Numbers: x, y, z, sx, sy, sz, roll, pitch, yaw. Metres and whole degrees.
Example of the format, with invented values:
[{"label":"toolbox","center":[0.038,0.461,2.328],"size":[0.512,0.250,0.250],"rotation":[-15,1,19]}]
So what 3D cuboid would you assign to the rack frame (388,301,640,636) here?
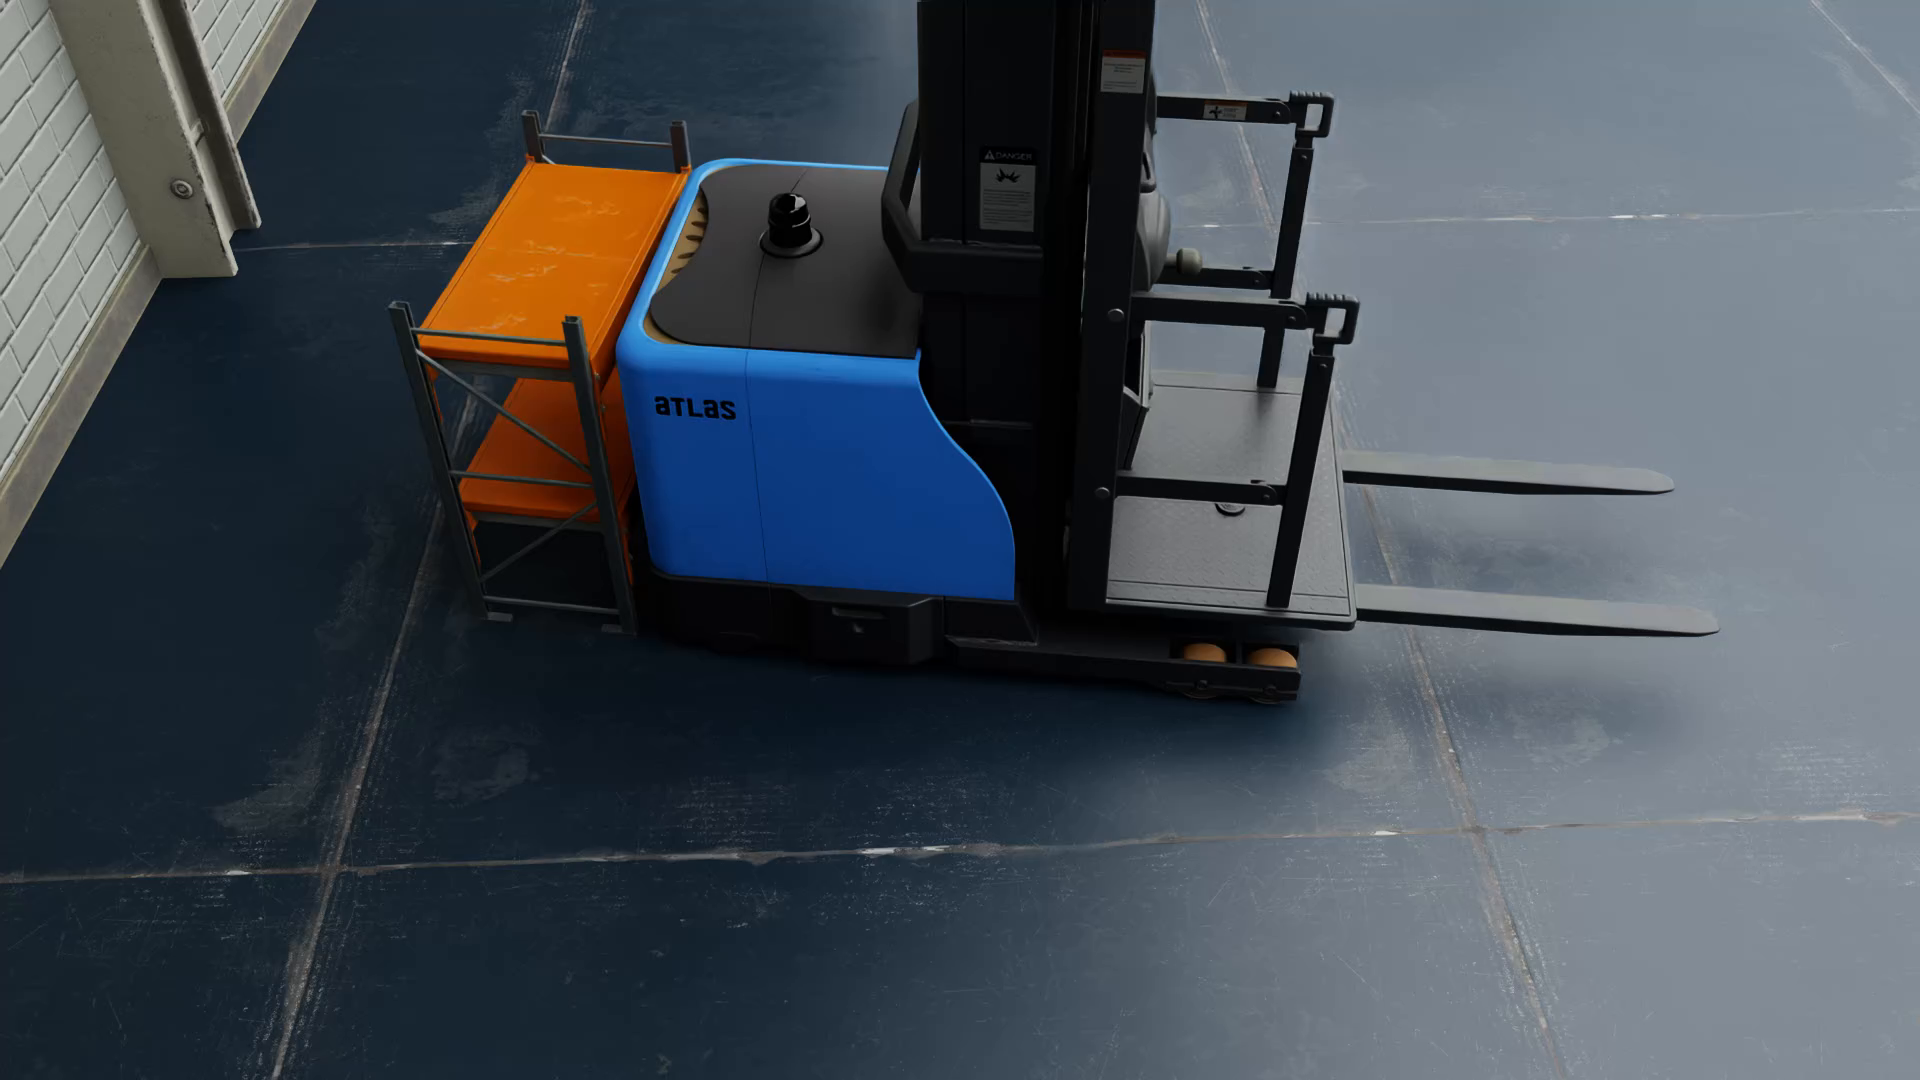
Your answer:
[{"label":"rack frame","center":[-1.206,-0.164,4.596],"size":[0.500,1.125,0.032],"rotation":[5,43,6]}]

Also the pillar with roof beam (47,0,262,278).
[{"label":"pillar with roof beam","center":[1.368,-4.577,3.584],"size":[9.100,9.000,0.400],"rotation":[-2,43,-2]}]

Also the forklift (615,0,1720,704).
[{"label":"forklift","center":[0.653,-0.993,4.165],"size":[3.031,2.935,1.130],"rotation":[4,43,4]}]

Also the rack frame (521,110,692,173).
[{"label":"rack frame","center":[-1.064,-0.844,5.338],"size":[0.500,1.125,0.032],"rotation":[5,43,6]}]

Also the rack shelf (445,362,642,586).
[{"label":"rack shelf","center":[-1.135,-0.324,5.132],"size":[0.538,0.278,1.000],"rotation":[5,43,6]}]

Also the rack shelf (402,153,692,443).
[{"label":"rack shelf","center":[-1.135,-0.720,4.769],"size":[0.538,0.278,1.000],"rotation":[5,43,6]}]

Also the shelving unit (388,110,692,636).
[{"label":"shelving unit","center":[-1.135,-0.504,4.967],"size":[0.538,1.125,1.048],"rotation":[5,43,6]}]
